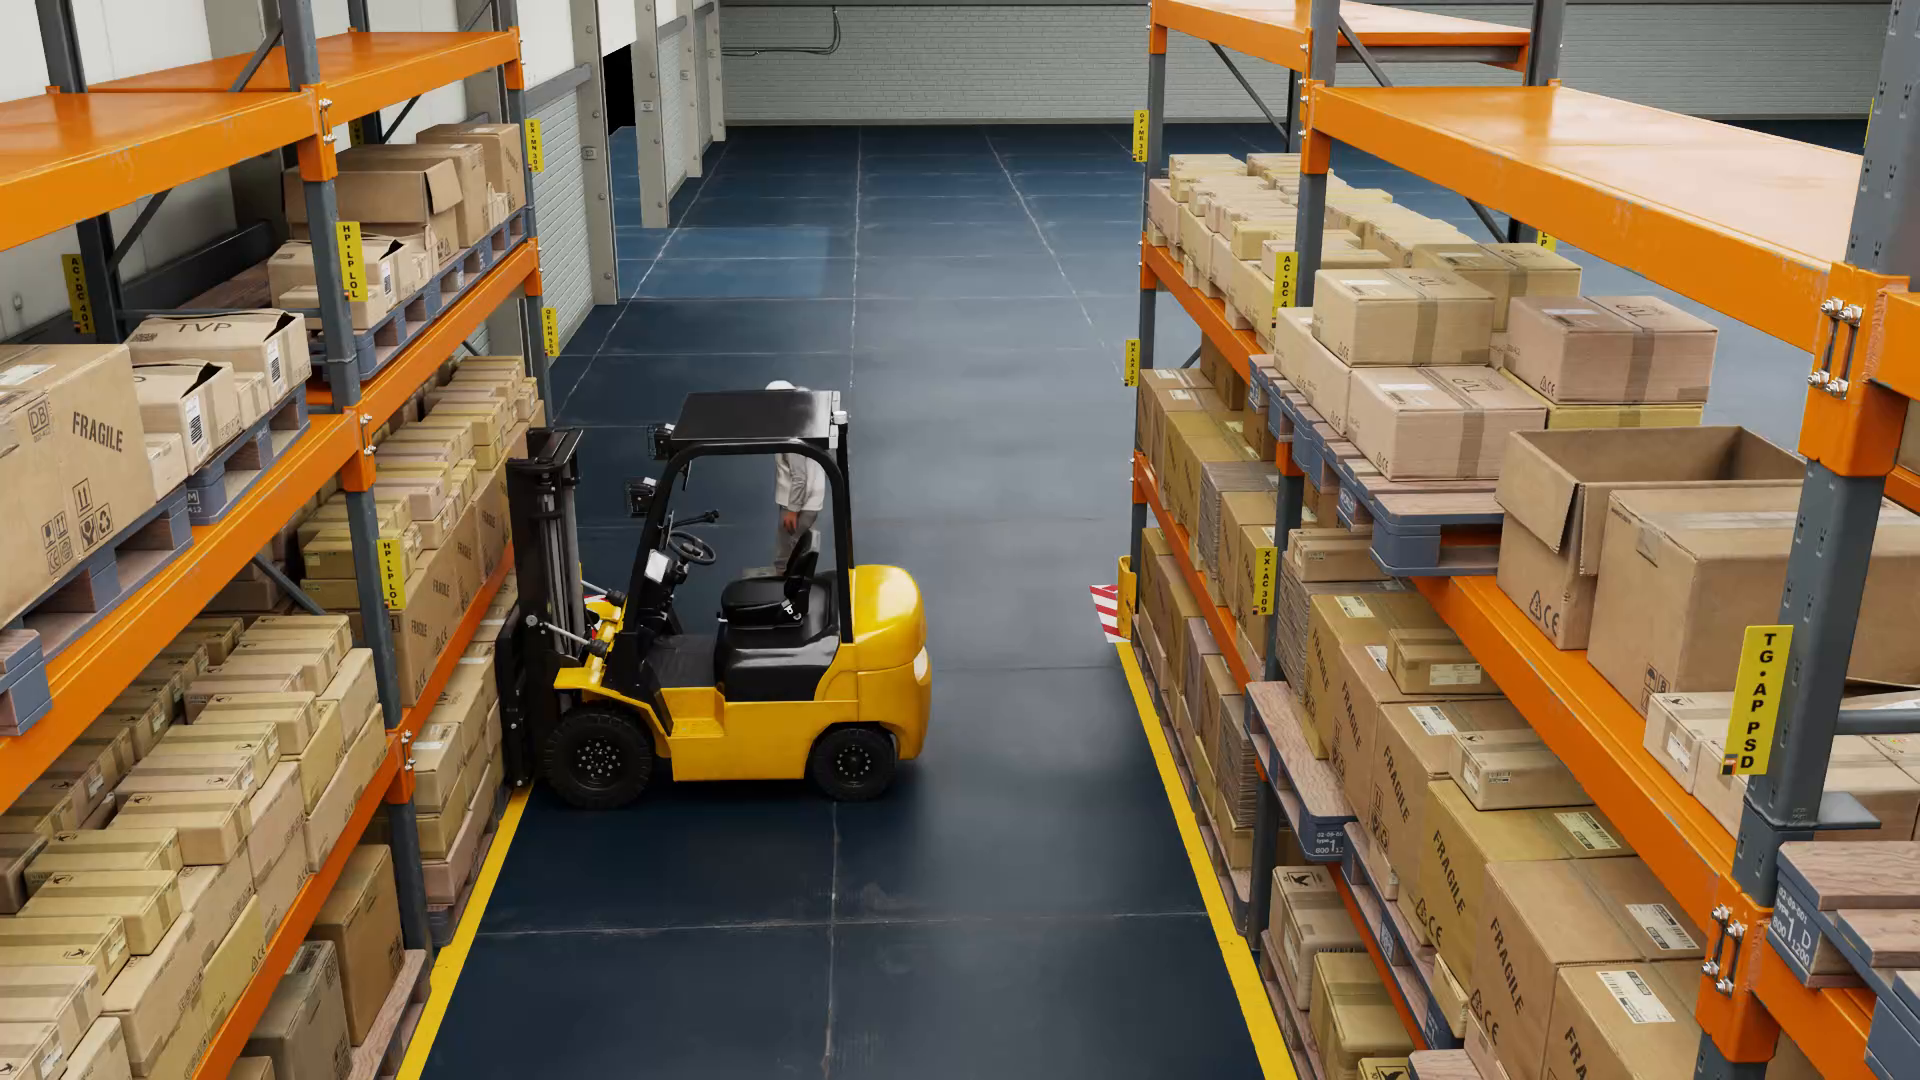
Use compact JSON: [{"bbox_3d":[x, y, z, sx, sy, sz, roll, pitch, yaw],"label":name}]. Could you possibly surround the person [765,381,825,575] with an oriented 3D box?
[{"bbox_3d":[-1.188,-0.271,11.776,0.475,1.769,0.579,-2,20,-5],"label":"person"}]
